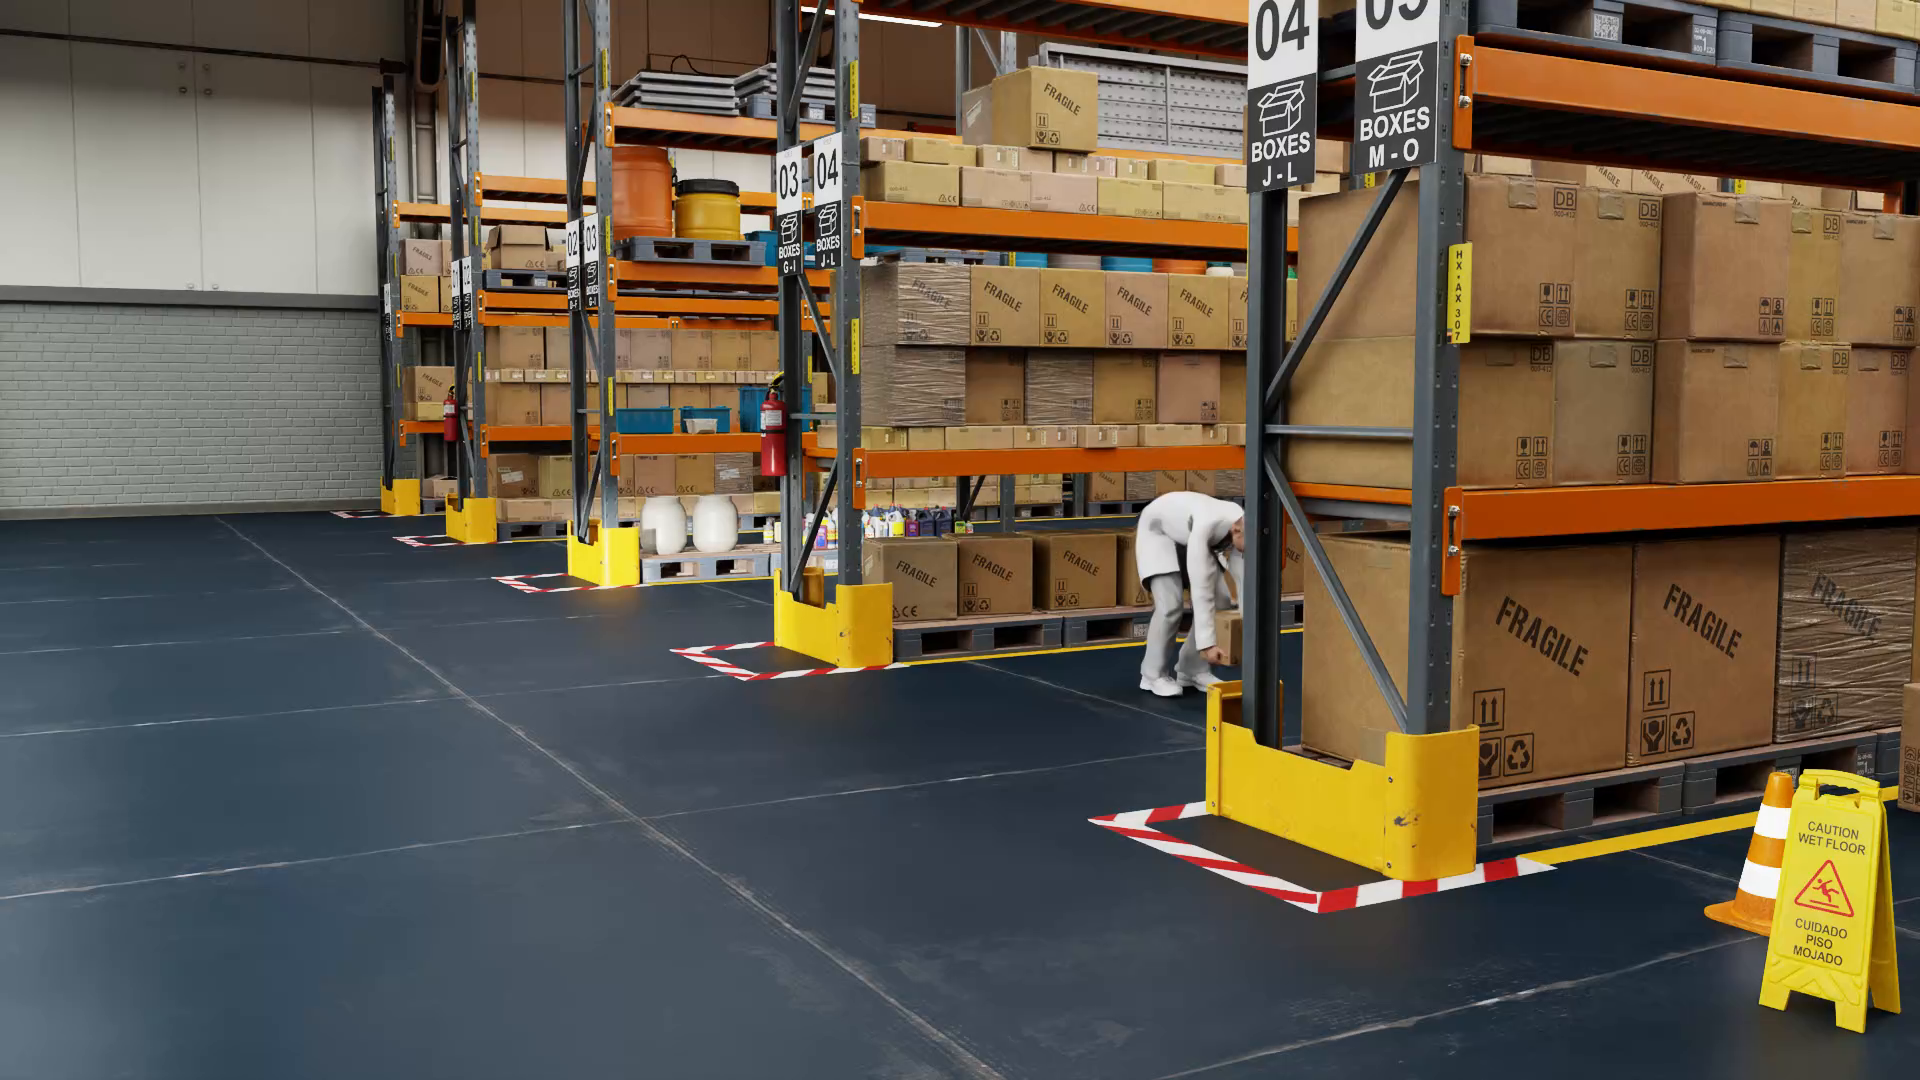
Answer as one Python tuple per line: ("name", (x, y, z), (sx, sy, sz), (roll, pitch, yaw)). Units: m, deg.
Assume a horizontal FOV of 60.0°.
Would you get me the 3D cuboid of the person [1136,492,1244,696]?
("person", (1.334, 0.305, 9.016), (0.574, 1.113, 0.950), (-3, 6, -30))
